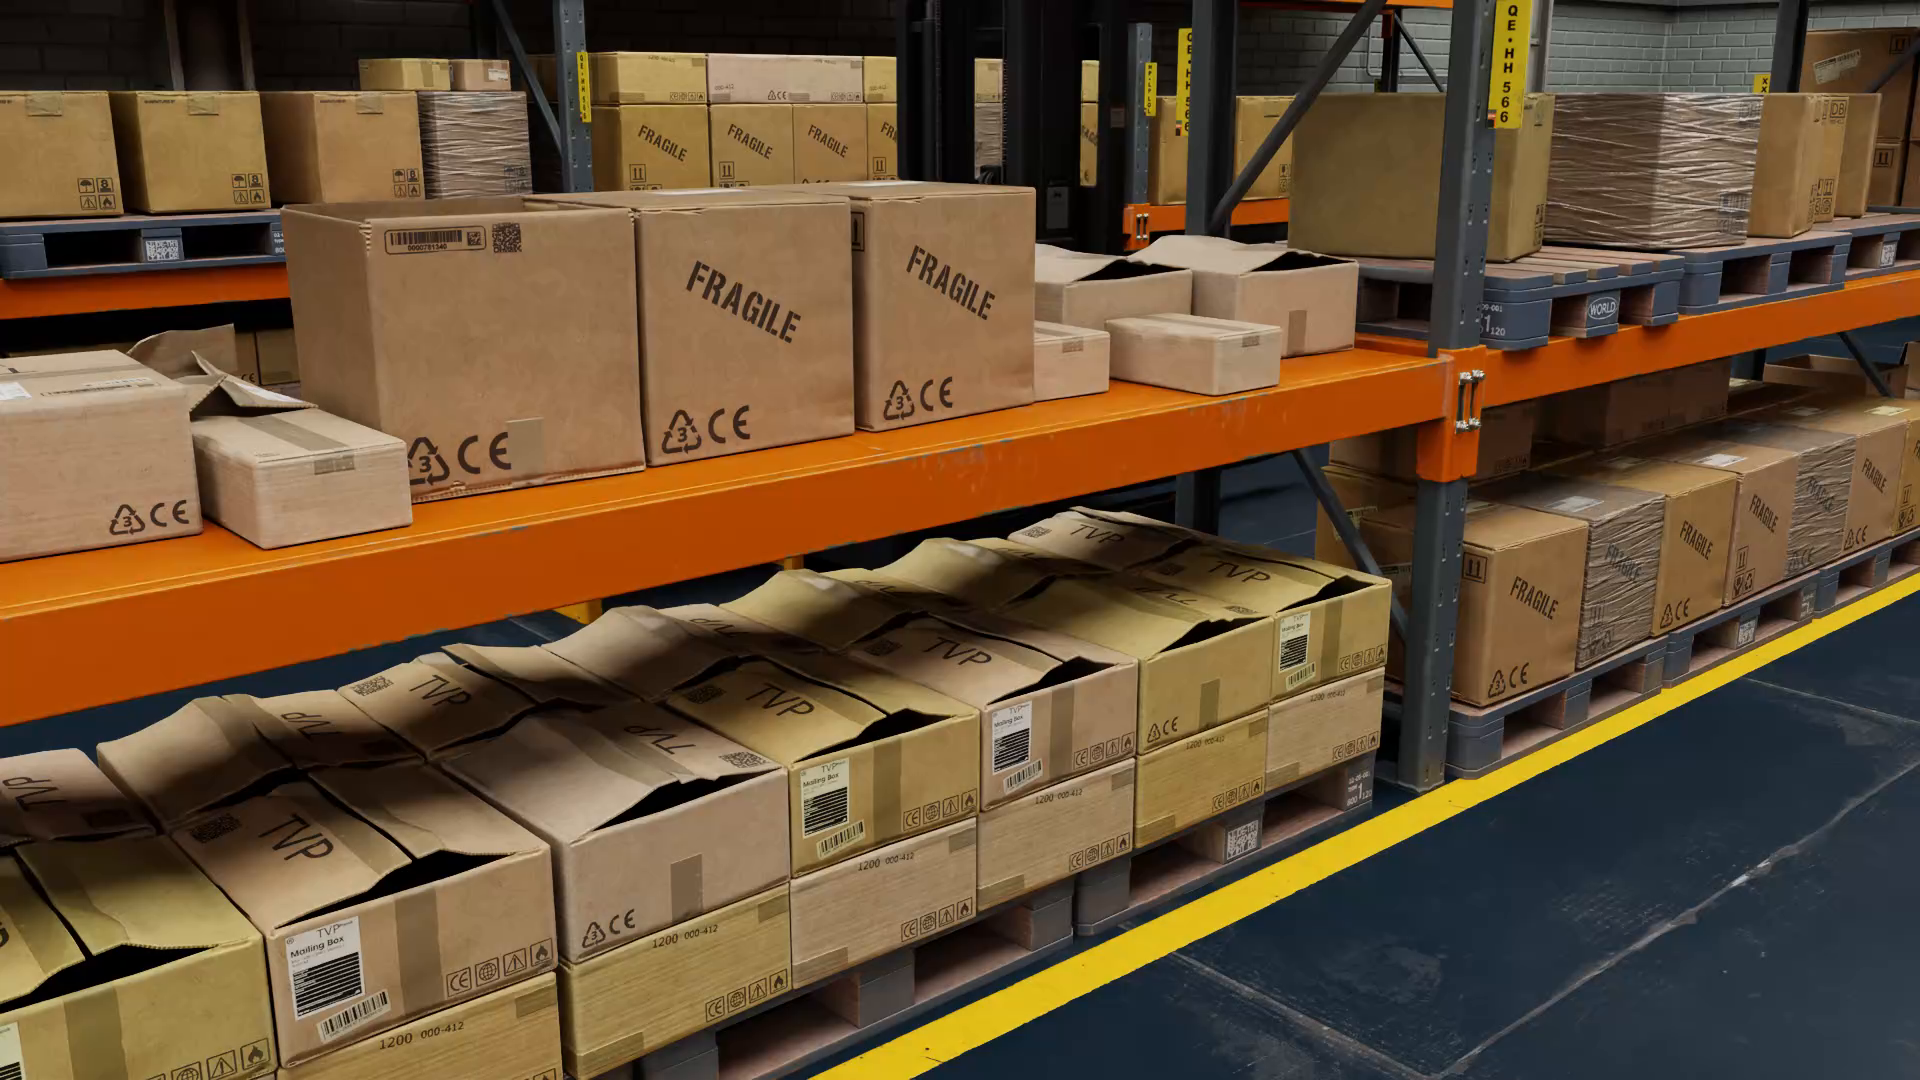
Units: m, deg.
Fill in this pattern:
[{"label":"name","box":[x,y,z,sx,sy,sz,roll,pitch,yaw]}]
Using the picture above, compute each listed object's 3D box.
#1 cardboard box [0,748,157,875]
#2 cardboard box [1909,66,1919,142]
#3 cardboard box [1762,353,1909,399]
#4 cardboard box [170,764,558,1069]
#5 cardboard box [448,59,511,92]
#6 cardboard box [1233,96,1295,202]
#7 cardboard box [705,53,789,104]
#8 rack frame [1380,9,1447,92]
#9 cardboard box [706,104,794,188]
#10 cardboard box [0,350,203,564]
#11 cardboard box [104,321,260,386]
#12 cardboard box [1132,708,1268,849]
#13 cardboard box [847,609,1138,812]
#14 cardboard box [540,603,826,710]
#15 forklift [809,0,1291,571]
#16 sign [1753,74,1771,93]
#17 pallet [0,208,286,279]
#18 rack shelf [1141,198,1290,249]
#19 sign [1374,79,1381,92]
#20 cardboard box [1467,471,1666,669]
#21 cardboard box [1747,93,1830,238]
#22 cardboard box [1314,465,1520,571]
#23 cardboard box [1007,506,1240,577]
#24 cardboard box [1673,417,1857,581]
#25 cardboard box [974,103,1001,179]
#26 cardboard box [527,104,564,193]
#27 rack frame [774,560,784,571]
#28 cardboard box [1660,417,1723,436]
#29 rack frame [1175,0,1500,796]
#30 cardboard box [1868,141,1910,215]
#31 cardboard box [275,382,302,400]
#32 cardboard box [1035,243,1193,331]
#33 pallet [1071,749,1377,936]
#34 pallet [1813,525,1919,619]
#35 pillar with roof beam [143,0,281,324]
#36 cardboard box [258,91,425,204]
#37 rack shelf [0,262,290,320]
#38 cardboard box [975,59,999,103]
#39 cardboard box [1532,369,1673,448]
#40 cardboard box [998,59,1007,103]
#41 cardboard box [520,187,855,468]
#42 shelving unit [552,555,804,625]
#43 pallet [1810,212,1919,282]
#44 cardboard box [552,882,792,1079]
[{"label":"cardboard box","box":[-1.821,0.609,3.087,0.500,0.311,0.500,-13,19,-39]},{"label":"cardboard box","box":[4.637,-2.033,7.418,0.500,0.500,0.500,-12,19,-38]},{"label":"cardboard box","box":[4.340,-0.633,8.300,0.500,0.500,0.500,-13,19,-39]},{"label":"cardboard box","box":[-1.082,0.628,3.015,0.500,0.311,0.500,-13,20,-40]},{"label":"cardboard box","box":[-2.416,-2.273,8.143,0.380,0.149,0.250,13,20,40]},{"label":"cardboard box","box":[1.816,-2.797,11.827,0.700,0.700,0.980,-13,20,-41]},{"label":"cardboard box","box":[-1.259,-2.445,8.828,0.500,0.250,0.500,-13,20,-40]},{"label":"rack frame","box":[3.859,-3.118,13.611,0.127,3.000,1.000,-13,19,-39]},{"label":"cardboard box","box":[-1.240,-2.084,8.930,0.500,0.500,0.500,-12,19,-38]},{"label":"cardboard box","box":[-1.596,-0.141,2.756,0.500,0.250,0.500,-11,19,-36]},{"label":"cardboard box","box":[-3.541,-0.826,7.566,0.500,0.250,0.500,-13,20,-40]},{"label":"cardboard box","box":[0.456,0.551,4.389,0.500,0.250,0.500,-13,20,-40]},{"label":"cardboard box","box":[0.075,0.366,3.994,0.500,0.311,0.500,-13,20,-40]},{"label":"cardboard box","box":[-0.673,0.351,4.052,0.500,0.311,0.500,-13,20,-40]},{"label":"forklift","box":[0.512,-1.532,7.804,3.031,2.935,1.130,-13,20,-40]},{"label":"sign","box":[3.734,-1.999,7.745,0.005,0.325,0.100,-13,19,-39]},{"label":"pallet","box":[-3.642,-1.327,7.277,1.213,0.211,1.003,-13,19,-39]},{"label":"rack shelf","box":[2.351,-2.432,12.435,4.000,0.370,1.077,-13,19,-39]},{"label":"sign","box":[3.500,-3.684,13.897,0.005,0.325,0.100,-13,19,-39]},{"label":"cardboard box","box":[2.001,0.085,5.612,0.500,0.500,0.500,-14,20,-41]},{"label":"cardboard box","box":[2.804,-1.417,6.234,0.700,0.500,0.500,10,18,33]},{"label":"cardboard box","box":[1.630,-0.008,5.959,0.500,0.500,0.500,-12,19,-37]},{"label":"cardboard box","box":[0.491,0.087,5.040,0.500,0.311,0.500,-12,19,-38]},{"label":"cardboard box","box":[3.155,-0.175,6.585,0.500,0.500,0.500,-12,19,-39]},{"label":"cardboard box","box":[-0.104,-2.343,9.901,0.500,0.500,0.500,-13,19,-39]},{"label":"cardboard box","box":[-1.992,-2.096,8.975,0.500,0.500,0.500,-12,19,-39]},{"label":"rack frame","box":[-0.895,-0.628,7.196,0.032,1.500,0.500,-13,20,-41]},{"label":"cardboard box","box":[2.795,-0.271,6.945,0.500,0.500,0.500,-12,19,-39]},{"label":"rack frame","box":[1.079,-0.799,4.929,0.127,3.000,1.000,-13,19,-39]},{"label":"cardboard box","box":[4.305,-1.660,7.957,0.500,0.500,0.500,-12,19,-38]},{"label":"cardboard box","box":[-3.150,-0.571,8.067,0.500,0.500,0.700,-13,20,-39]},{"label":"cardboard box","box":[0.277,-0.642,4.515,0.500,0.311,0.500,-13,20,-40]},{"label":"pallet","box":[0.432,0.680,4.796,1.213,0.211,1.003,-13,19,-39]},{"label":"pallet","box":[3.508,0.016,7.283,1.213,0.211,1.003,-13,19,-39]},{"label":"pillar with roof beam","box":[-0.898,-3.771,4.432,0.400,9.000,9.100,-13,19,-39]},{"label":"cardboard box","box":[-2.928,-1.842,7.788,0.700,0.500,0.500,14,20,42]},{"label":"rack shelf","box":[-3.684,-1.077,7.362,4.000,0.370,1.077,-13,19,-39]},{"label":"cardboard box","box":[-0.119,-2.704,9.800,0.500,0.250,0.500,-12,19,-38]},{"label":"cardboard box","box":[2.439,-0.555,6.553,0.500,0.250,0.500,-13,20,-40]},{"label":"cardboard box","box":[0.265,-2.791,10.124,0.500,0.250,0.500,-12,19,-38]},{"label":"cardboard box","box":[-0.573,-0.471,3.507,0.500,0.500,0.500,-13,19,-39]},{"label":"shelving unit","box":[-1.263,-0.541,6.870,1.083,1.500,0.587,-13,20,-41]},{"label":"pallet","box":[3.422,-1.270,7.064,1.213,0.211,1.003,-13,19,-39]},{"label":"cardboard box","box":[-0.696,0.809,3.422,0.500,0.250,0.500,-13,20,-41]}]
